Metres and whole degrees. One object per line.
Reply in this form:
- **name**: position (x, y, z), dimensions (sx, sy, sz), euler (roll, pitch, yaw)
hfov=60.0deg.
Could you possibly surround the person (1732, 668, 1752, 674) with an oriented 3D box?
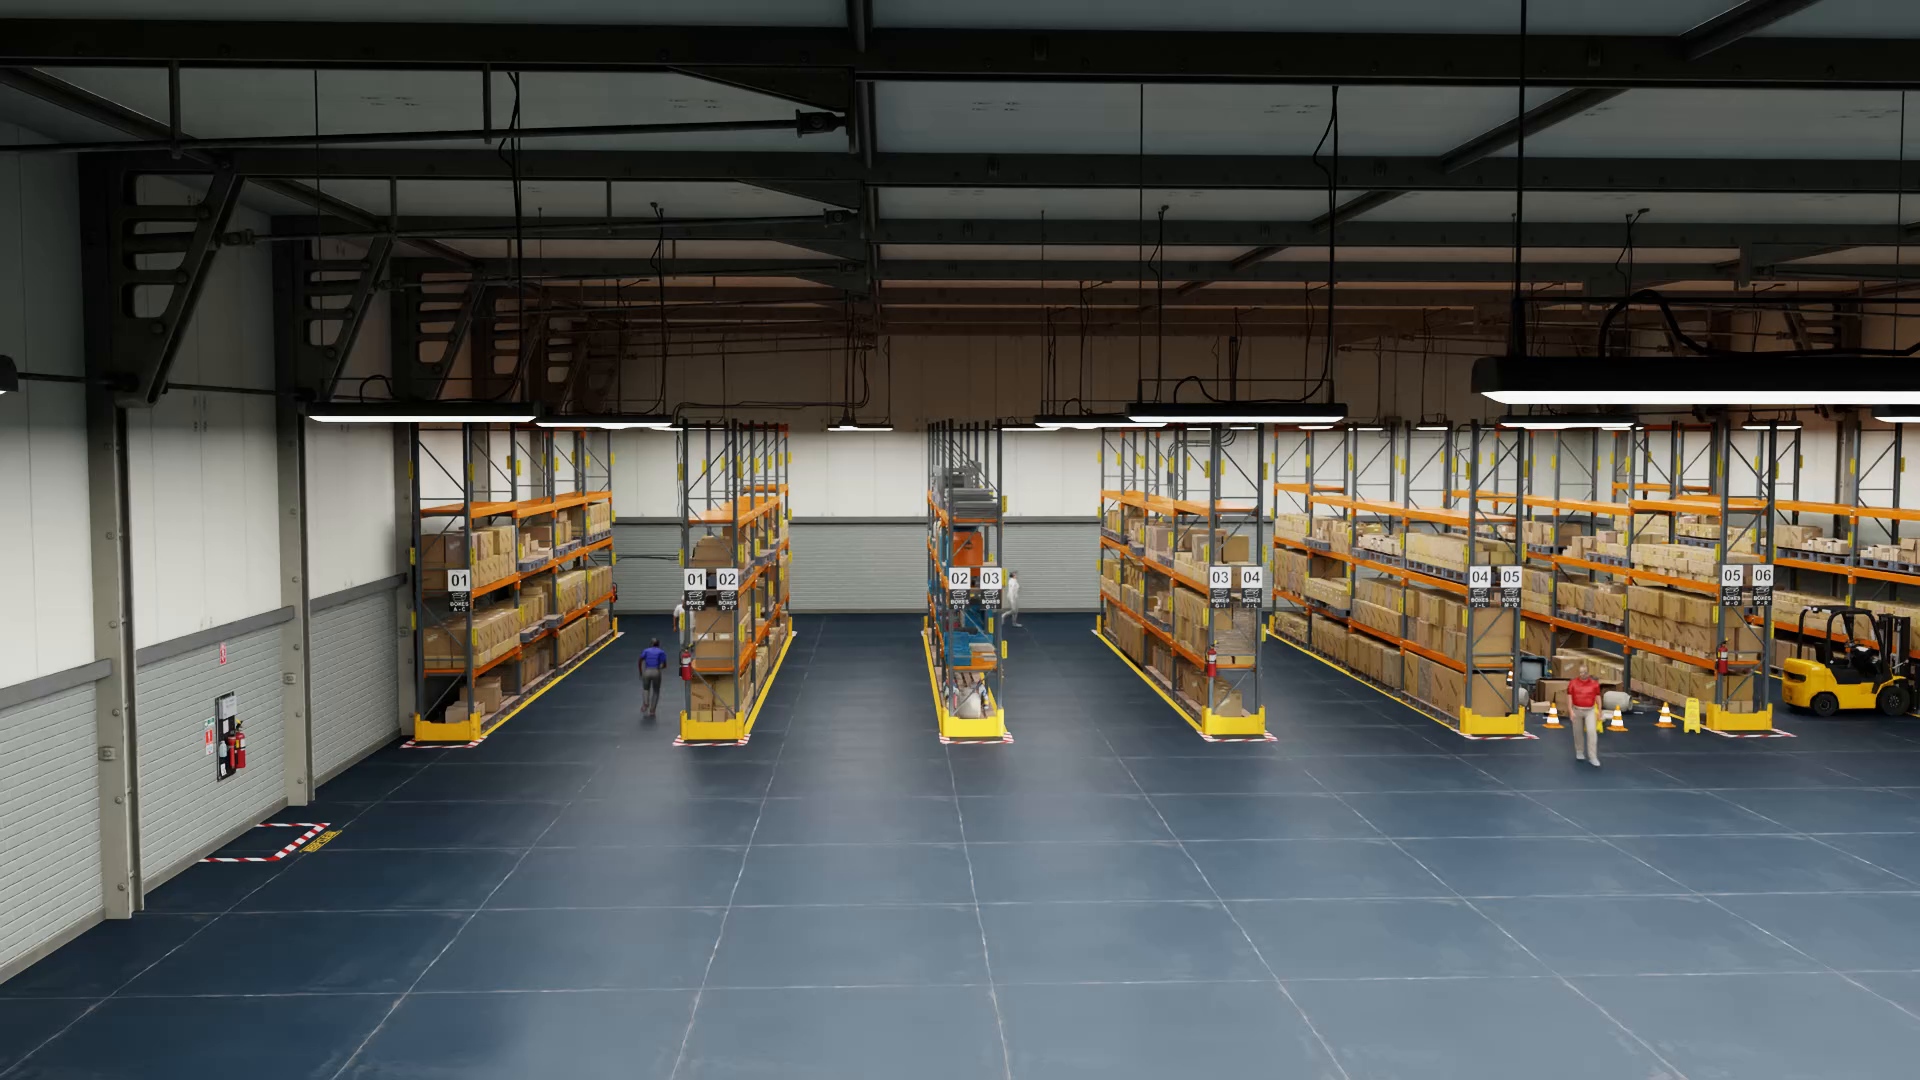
- **person**: position (17.085, 2.628, 36.260), dimensions (0.522, 1.560, 0.704), euler (0, 4, -2)

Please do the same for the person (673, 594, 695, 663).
- **person**: position (-6.840, 2.195, 41.630), dimensions (0.672, 1.746, 0.619), euler (0, 4, -3)

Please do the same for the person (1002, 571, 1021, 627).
- **person**: position (1.515, 1.735, 49.160), dimensions (0.587, 1.661, 0.528), euler (1, 4, 18)

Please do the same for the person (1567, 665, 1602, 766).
- **person**: position (10.822, 3.007, 28.817), dimensions (0.596, 1.686, 0.925), euler (2, 4, 24)

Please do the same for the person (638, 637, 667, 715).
- **person**: position (-6.297, 2.774, 34.082), dimensions (0.580, 1.548, 0.726), euler (0, 4, -1)
